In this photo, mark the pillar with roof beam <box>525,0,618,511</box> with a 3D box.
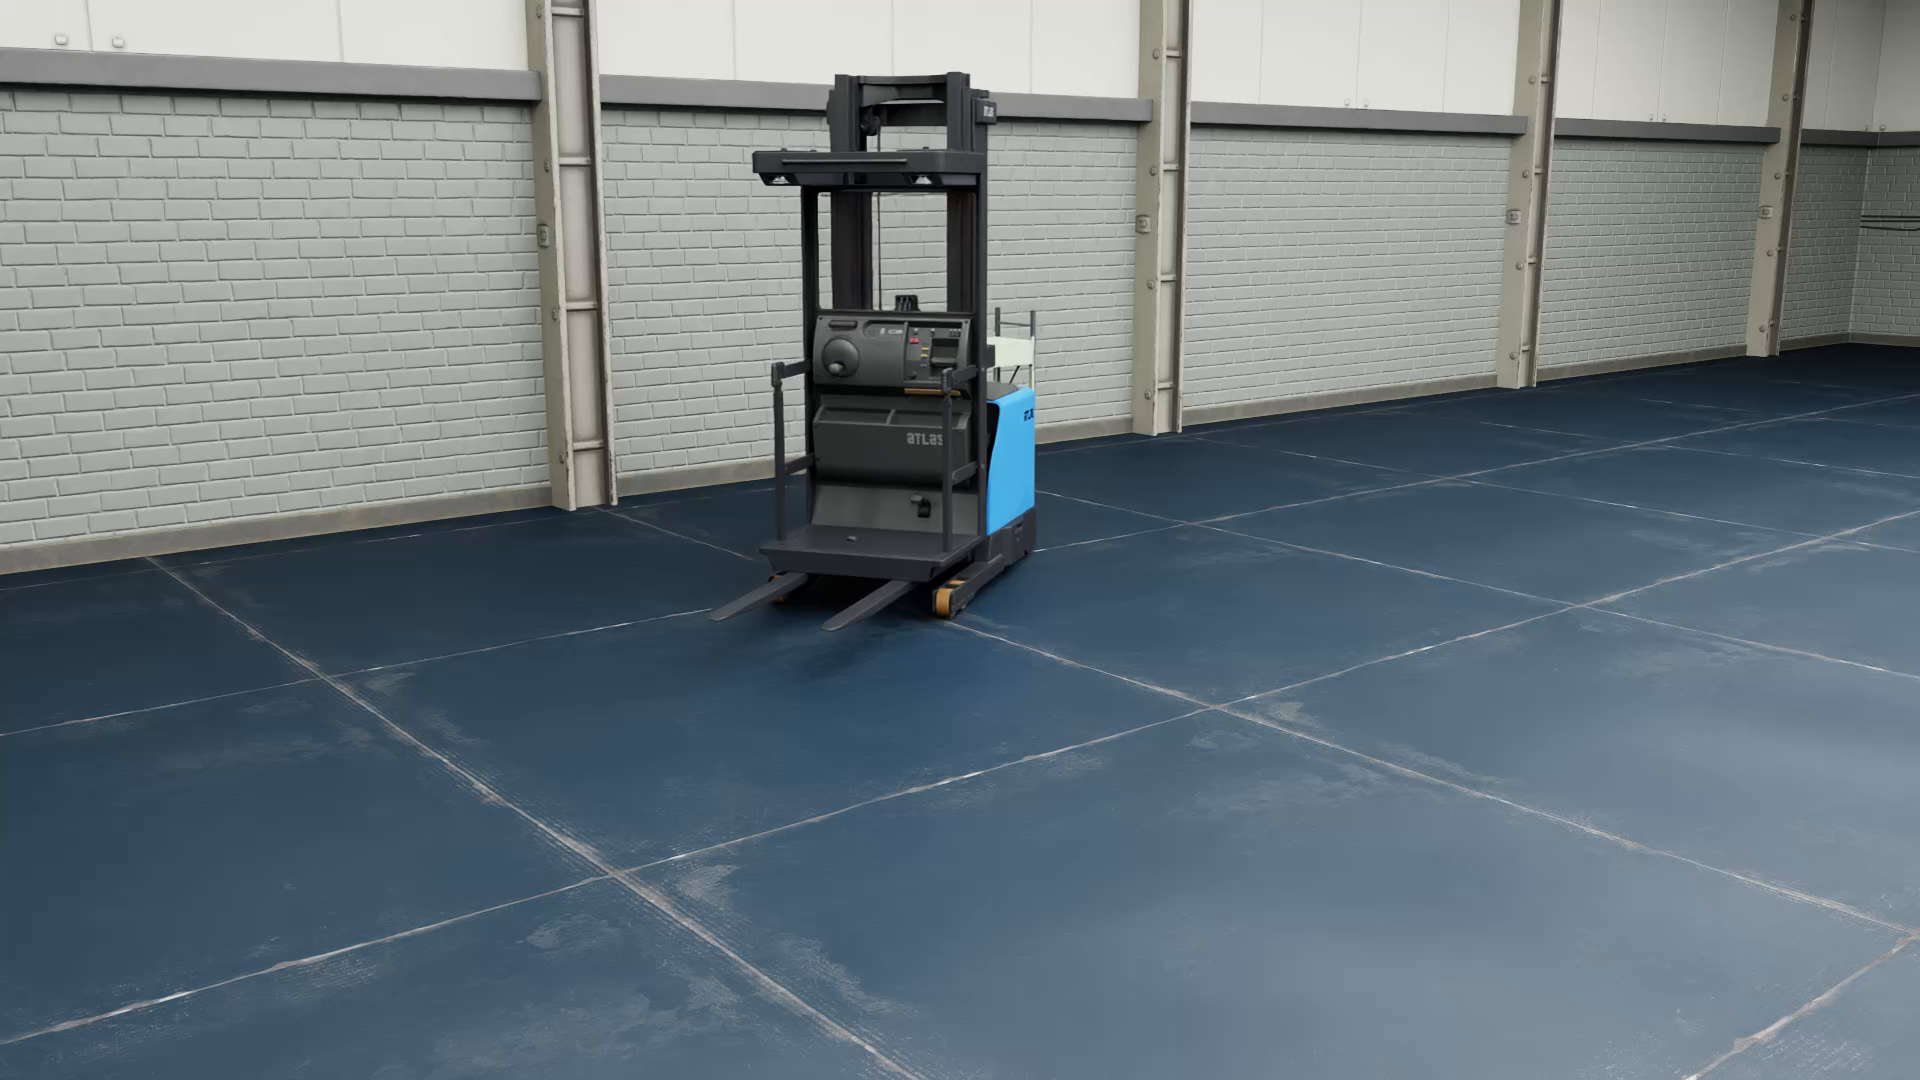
[{"bbox_3d":[-0.103,-3.967,8.146,0.400,9.000,9.100,-9,15,-38],"label":"pillar with roof beam"}]

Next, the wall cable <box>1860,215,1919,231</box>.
[{"bbox_3d":[14.389,-5.650,23.547,0.112,2.526,3.097,-9,15,-38],"label":"wall cable"}]

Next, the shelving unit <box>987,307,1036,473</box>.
[{"bbox_3d":[0.094,-0.795,11.260,0.755,1.500,0.431,-10,15,-38],"label":"shelving unit"}]

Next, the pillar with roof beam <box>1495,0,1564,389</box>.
[{"bbox_3d":[9.267,-5.524,15.479,0.400,9.000,9.100,-9,15,-38],"label":"pillar with roof beam"}]

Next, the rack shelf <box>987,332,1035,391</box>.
[{"bbox_3d":[0.094,-1.176,11.179,0.720,0.370,0.431,-10,15,-38],"label":"rack shelf"}]

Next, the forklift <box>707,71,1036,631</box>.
[{"bbox_3d":[-0.456,-1.101,9.259,1.130,2.935,3.031,4,13,18],"label":"forklift"}]

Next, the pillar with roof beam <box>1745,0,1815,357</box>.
[{"bbox_3d":[13.952,-6.303,19.146,0.400,9.000,9.100,-9,15,-38],"label":"pillar with roof beam"}]

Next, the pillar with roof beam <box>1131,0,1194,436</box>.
[{"bbox_3d":[4.582,-4.746,11.813,0.400,9.000,9.100,-9,15,-38],"label":"pillar with roof beam"}]

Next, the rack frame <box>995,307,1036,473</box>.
[{"bbox_3d":[0.377,-0.843,11.487,0.023,1.500,0.400,-10,15,-38],"label":"rack frame"}]
